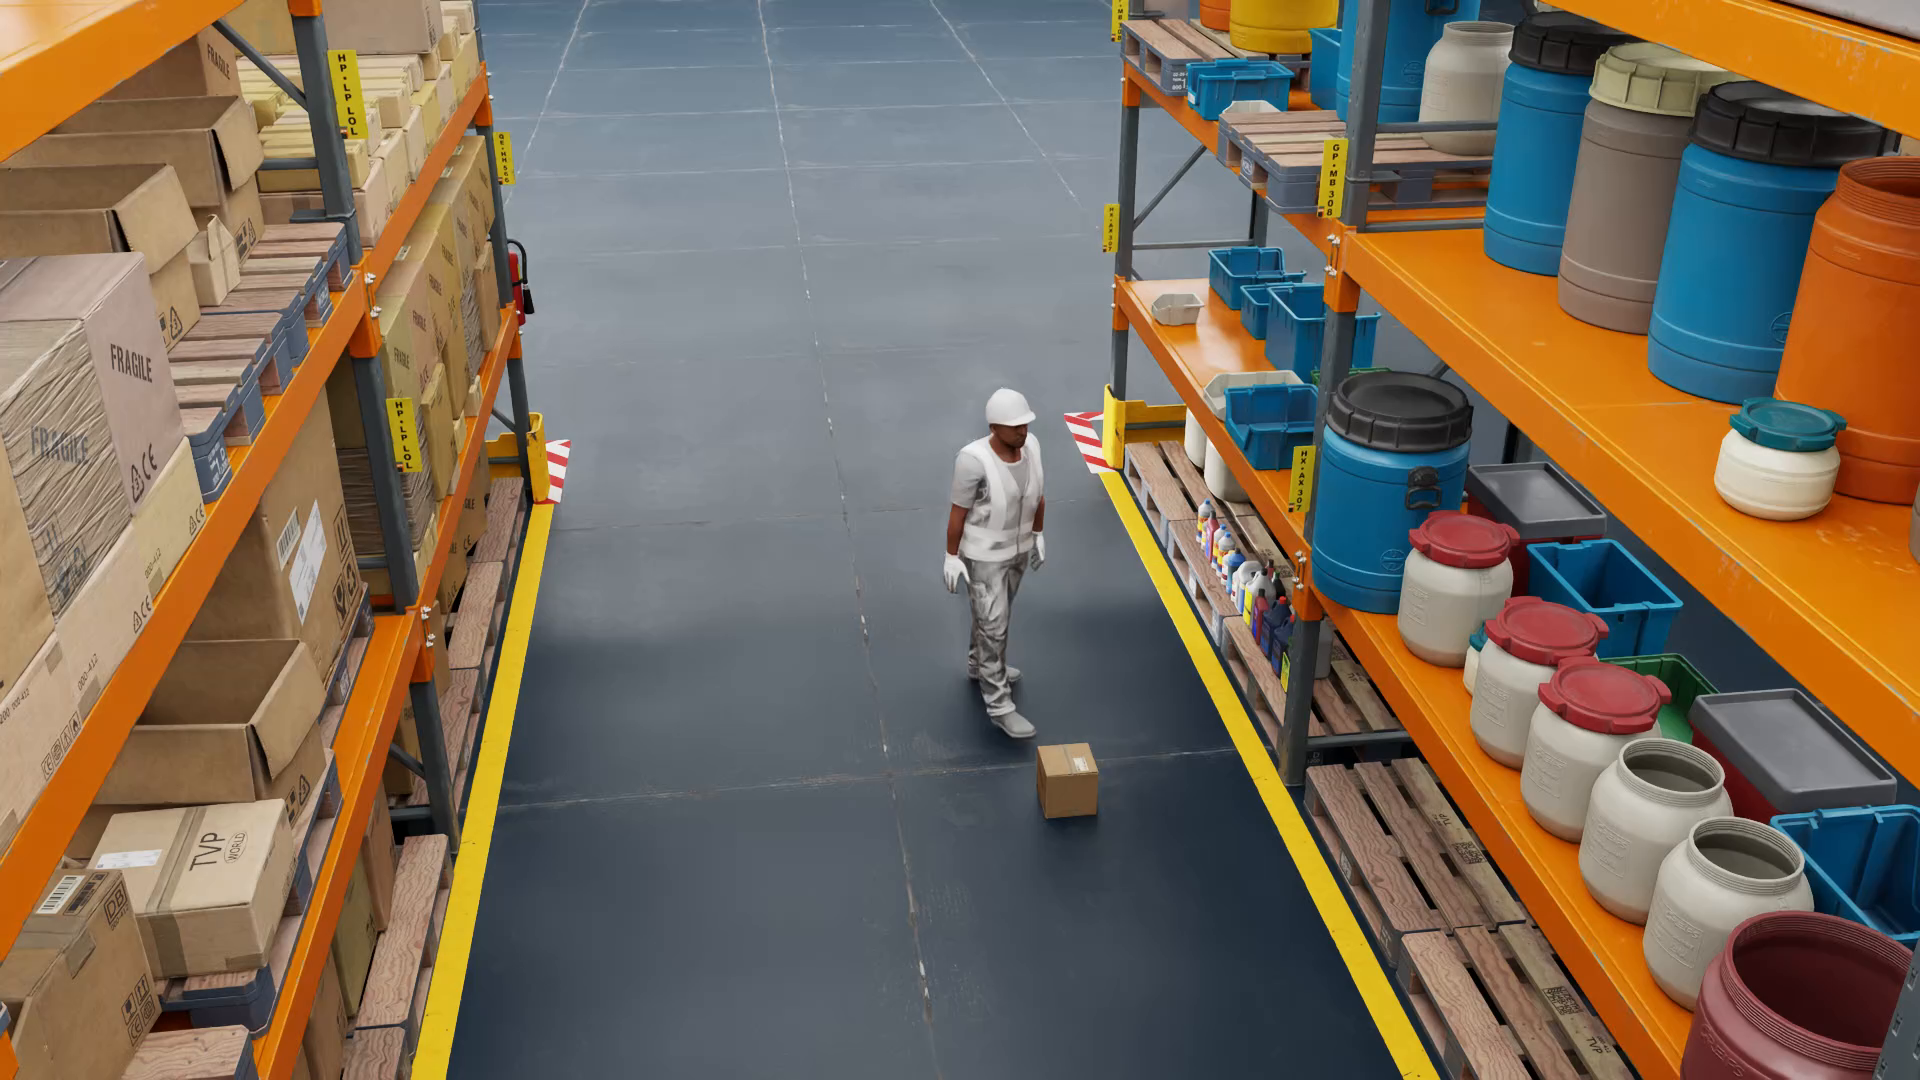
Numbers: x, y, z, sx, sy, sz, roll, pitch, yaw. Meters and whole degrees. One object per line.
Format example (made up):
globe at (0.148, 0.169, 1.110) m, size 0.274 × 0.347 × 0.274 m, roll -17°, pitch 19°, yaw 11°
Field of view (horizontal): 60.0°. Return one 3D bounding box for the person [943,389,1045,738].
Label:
person at (0.258, 0.074, 8.420) m, size 0.729 × 1.767 × 0.599 m, roll 24°, pitch 35°, yaw 39°
